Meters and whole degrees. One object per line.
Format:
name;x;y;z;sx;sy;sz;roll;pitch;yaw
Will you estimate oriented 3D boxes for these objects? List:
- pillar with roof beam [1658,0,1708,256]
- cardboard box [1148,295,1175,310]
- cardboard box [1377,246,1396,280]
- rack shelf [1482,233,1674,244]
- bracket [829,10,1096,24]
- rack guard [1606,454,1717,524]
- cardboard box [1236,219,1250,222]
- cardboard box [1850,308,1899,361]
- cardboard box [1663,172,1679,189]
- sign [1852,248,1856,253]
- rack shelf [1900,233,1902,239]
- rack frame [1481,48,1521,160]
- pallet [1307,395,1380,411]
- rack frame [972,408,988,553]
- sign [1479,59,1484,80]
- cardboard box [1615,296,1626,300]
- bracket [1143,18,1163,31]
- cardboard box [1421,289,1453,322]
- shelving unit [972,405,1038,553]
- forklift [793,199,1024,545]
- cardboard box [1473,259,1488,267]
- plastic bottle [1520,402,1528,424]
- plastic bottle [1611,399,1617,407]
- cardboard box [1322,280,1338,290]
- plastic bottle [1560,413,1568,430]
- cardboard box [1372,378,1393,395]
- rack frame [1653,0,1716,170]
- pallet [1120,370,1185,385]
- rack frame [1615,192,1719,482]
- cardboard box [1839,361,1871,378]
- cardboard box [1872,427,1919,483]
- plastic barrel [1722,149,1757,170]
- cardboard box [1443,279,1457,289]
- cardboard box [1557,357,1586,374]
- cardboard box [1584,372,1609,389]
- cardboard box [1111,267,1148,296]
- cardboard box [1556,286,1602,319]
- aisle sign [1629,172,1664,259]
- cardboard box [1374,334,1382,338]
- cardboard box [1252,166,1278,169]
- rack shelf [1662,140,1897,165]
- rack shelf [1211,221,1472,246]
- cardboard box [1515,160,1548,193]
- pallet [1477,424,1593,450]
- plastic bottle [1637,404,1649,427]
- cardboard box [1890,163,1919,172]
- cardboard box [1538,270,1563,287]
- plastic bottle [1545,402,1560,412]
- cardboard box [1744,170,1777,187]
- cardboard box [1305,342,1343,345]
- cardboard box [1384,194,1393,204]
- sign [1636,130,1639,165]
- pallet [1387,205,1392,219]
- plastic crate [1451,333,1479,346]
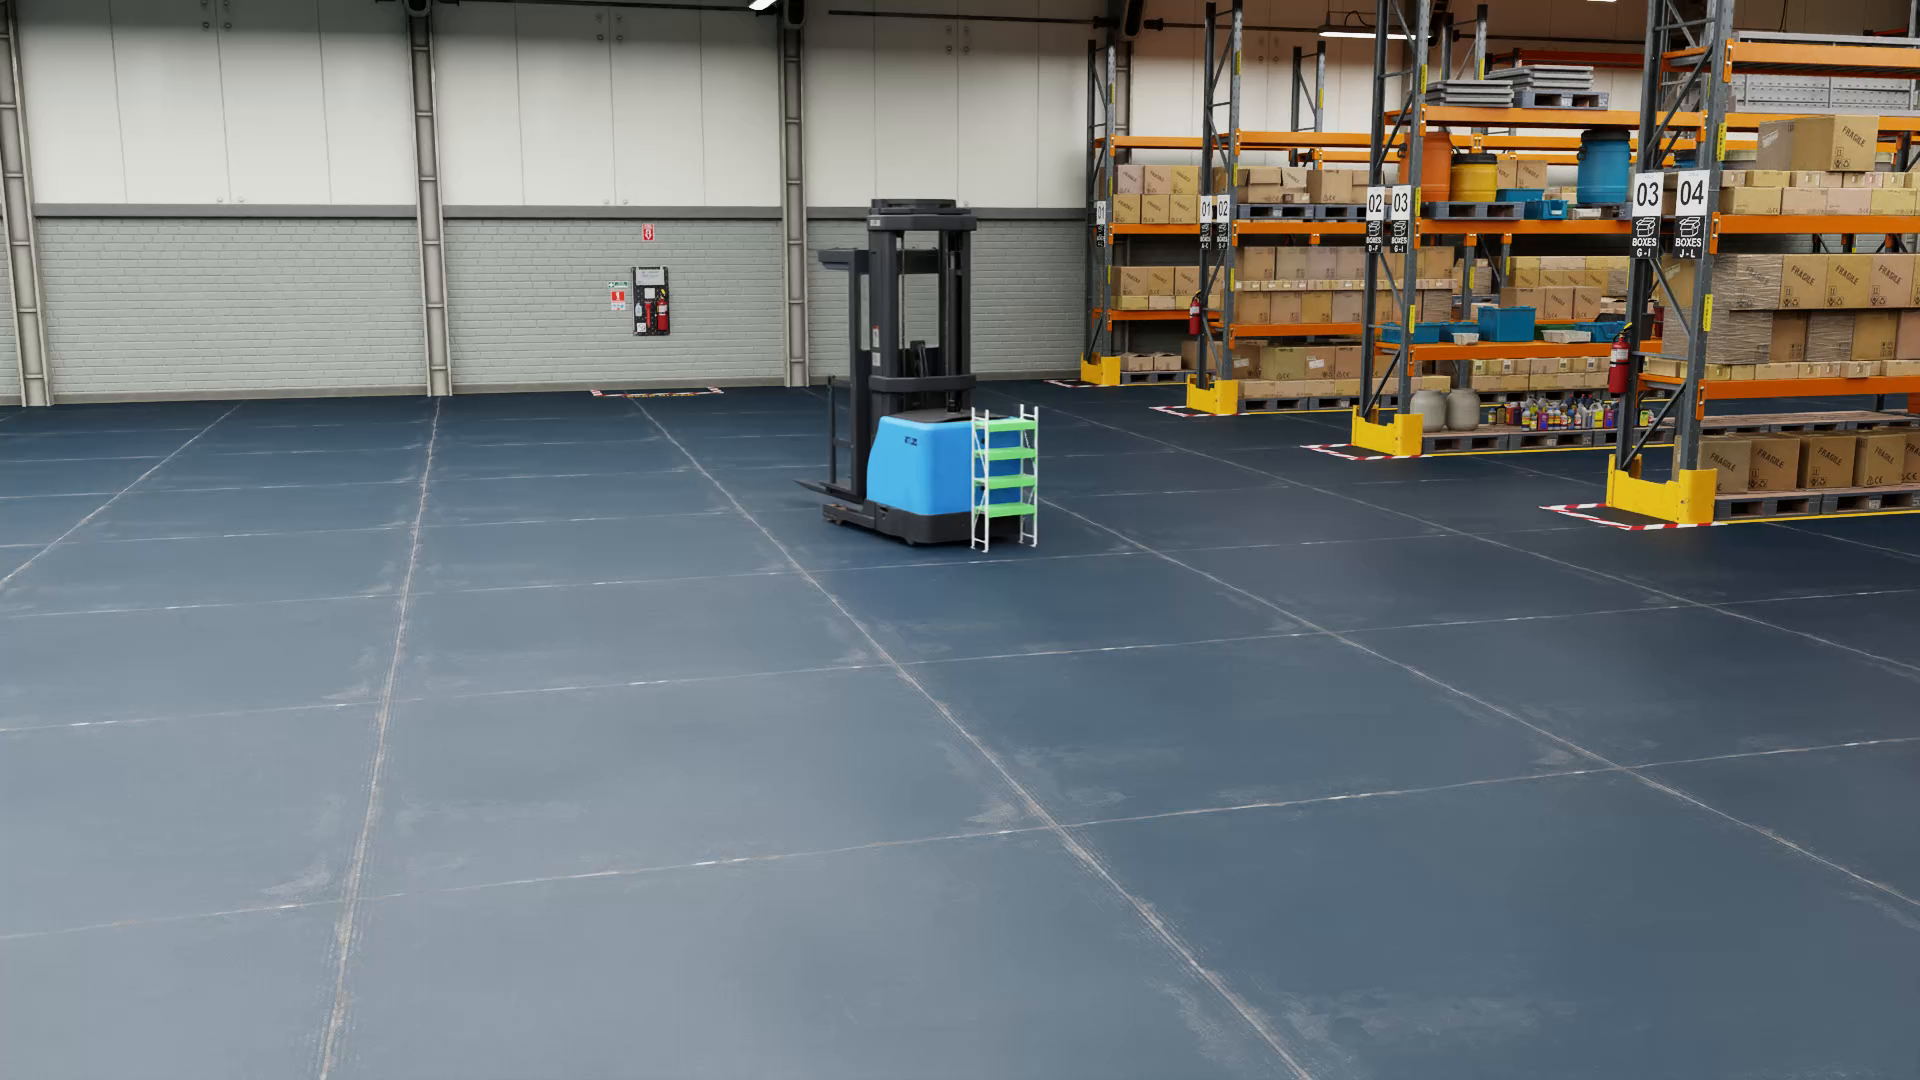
pillar with roof beam;15.607;-7.302;29.355;0.548;9.000;9.100;-3;11;-16
cardboard box;3.504;-4.241;29.658;0.500;0.250;0.500;-3;11;-18
cardboard box;6.291;-4.261;25.547;0.500;0.500;0.700;-3;11;-16
rack shelf;12.053;-5.934;32.198;4.000;0.370;1.077;-3;11;-16
bracket;0.093;-8.999;28.634;4.783;0.066;0.076;-3;11;-16
rack guard;6.678;-0.498;15.871;0.348;0.500;1.175;-3;11;-16
cardboard box;4.866;-5.917;29.785;0.500;0.500;0.500;-3;11;-18
cardboard box;8.563;-2.029;16.187;0.500;0.500;0.875;-3;11;-16
cardboard box;6.785;-3.389;15.701;0.250;0.149;0.380;-3;11;-16
sign;17.953;-5.707;33.411;0.005;0.325;0.100;-3;11;-16
rack shelf;14.823;-4.212;22.843;4.000;0.370;1.077;-3;11;-16
rack frame;10.133;-7.662;31.312;0.127;3.000;1.000;-3;11;-16
pallet;5.732;-2.182;25.813;1.213;0.211;1.003;-3;11;-16
rack frame;0.168;-0.502;13.958;0.015;1.200;0.240;-6;12;-30
sign;7.812;-7.038;24.906;0.005;0.325;0.100;-3;11;-16
cardboard box;12.741;-4.687;32.362;0.250;0.149;0.380;-3;11;-16
bracket;3.380;-9.173;29.575;0.430;0.232;0.235;-3;11;-16
cardboard box;7.256;-3.674;25.942;0.500;0.500;0.700;-3;11;-17
shelving unit;0.378;-0.524;14.081;0.503;1.200;0.258;-6;12;-30
forklift;-0.616;-1.619;15.243;1.130;2.935;3.031;-6;12;-30
cardboard box;9.810;-5.273;31.624;0.250;0.149;0.380;-5;11;-23
plastic bottle;7.245;-1.646;21.508;0.135;0.276;0.152;-3;11;-18
plastic bottle;8.633;-1.722;21.934;0.097;0.271;0.097;0;10;0
cardboard box;5.513;-3.862;25.172;0.250;0.149;0.380;-3;11;-17
plastic bottle;7.569;-1.490;20.867;0.097;0.201;0.097;0;10;0
cardboard box;6.338;-2.390;25.676;0.500;0.250;0.500;-3;11;-16
rack frame;9.062;-5.737;20.857;0.127;3.000;1.000;-3;11;-16
pallet;3.315;-2.974;30.119;1.213;0.211;1.003;-3;11;-16
rack frame;6.605;-1.724;15.624;0.127;3.000;1.000;-3;11;-16
cardboard box;8.413;-1.632;15.820;0.250;0.149;0.380;-3;11;-16
cardboard box;9.503;-0.860;16.675;0.500;0.500;0.500;0;10;2
plastic barrel;10.117;-4.605;21.608;0.600;0.901;0.600;0;10;0
cardboard box;7.480;-3.965;25.734;0.250;0.149;0.380;-3;11;-16
cardboard box;9.623;-2.834;26.541;0.500;0.311;0.500;-3;11;-14
cardboard box;10.107;-2.584;26.734;0.500;0.250;0.500;-3;11;-15
cardboard box;2.994;-4.584;29.447;0.500;0.500;0.500;-3;11;-16
cardboard box;9.915;-3.812;26.692;0.500;0.500;0.500;-4;11;-19
aisle sign;6.462;-3.051;15.655;0.004;0.787;0.394;-3;11;-16
cardboard box;7.915;-3.955;31.363;0.500;0.250;0.500;-3;11;-18
cardboard box;5.361;-6.433;29.827;0.500;0.500;0.500;-2;11;-13
rack shelf;13.442;-6.352;27.286;4.000;0.370;1.077;-3;11;-16
rack shelf;5.760;-4.668;25.322;4.000;0.370;1.077;-3;11;-16
cardboard box;8.824;-5.682;26.025;0.500;0.500;0.500;-2;11;-10
pallet;7.232;-1.326;21.169;1.213;0.211;1.003;-3;11;-16
plastic bottle;8.692;-1.586;21.163;0.133;0.283;0.061;-2;11;-13
cardboard box;15.818;-6.100;28.076;0.500;0.500;0.700;-3;11;-16
cardboard box;11.177;-4.922;31.844;0.500;0.500;0.500;-3;11;-14
plastic bottle;7.647;-1.640;21.475;0.135;0.276;0.152;-3;11;-16
cardboard box;7.210;-3.291;15.167;0.250;0.149;0.380;-3;11;-15
cardboard box;5.708;-2.826;25.975;0.500;0.500;0.500;-3;11;-16
cardboard box;6.599;-5.167;25.189;0.250;0.149;0.380;-3;11;-16
sign;6.470;-3.732;15.802;0.005;0.325;0.100;-3;11;-16
pallet;6.869;-5.032;25.556;1.213;0.211;1.003;-3;11;-16
plastic crate;6.170;-2.444;20.267;0.250;0.136;0.298;-3;11;-16
